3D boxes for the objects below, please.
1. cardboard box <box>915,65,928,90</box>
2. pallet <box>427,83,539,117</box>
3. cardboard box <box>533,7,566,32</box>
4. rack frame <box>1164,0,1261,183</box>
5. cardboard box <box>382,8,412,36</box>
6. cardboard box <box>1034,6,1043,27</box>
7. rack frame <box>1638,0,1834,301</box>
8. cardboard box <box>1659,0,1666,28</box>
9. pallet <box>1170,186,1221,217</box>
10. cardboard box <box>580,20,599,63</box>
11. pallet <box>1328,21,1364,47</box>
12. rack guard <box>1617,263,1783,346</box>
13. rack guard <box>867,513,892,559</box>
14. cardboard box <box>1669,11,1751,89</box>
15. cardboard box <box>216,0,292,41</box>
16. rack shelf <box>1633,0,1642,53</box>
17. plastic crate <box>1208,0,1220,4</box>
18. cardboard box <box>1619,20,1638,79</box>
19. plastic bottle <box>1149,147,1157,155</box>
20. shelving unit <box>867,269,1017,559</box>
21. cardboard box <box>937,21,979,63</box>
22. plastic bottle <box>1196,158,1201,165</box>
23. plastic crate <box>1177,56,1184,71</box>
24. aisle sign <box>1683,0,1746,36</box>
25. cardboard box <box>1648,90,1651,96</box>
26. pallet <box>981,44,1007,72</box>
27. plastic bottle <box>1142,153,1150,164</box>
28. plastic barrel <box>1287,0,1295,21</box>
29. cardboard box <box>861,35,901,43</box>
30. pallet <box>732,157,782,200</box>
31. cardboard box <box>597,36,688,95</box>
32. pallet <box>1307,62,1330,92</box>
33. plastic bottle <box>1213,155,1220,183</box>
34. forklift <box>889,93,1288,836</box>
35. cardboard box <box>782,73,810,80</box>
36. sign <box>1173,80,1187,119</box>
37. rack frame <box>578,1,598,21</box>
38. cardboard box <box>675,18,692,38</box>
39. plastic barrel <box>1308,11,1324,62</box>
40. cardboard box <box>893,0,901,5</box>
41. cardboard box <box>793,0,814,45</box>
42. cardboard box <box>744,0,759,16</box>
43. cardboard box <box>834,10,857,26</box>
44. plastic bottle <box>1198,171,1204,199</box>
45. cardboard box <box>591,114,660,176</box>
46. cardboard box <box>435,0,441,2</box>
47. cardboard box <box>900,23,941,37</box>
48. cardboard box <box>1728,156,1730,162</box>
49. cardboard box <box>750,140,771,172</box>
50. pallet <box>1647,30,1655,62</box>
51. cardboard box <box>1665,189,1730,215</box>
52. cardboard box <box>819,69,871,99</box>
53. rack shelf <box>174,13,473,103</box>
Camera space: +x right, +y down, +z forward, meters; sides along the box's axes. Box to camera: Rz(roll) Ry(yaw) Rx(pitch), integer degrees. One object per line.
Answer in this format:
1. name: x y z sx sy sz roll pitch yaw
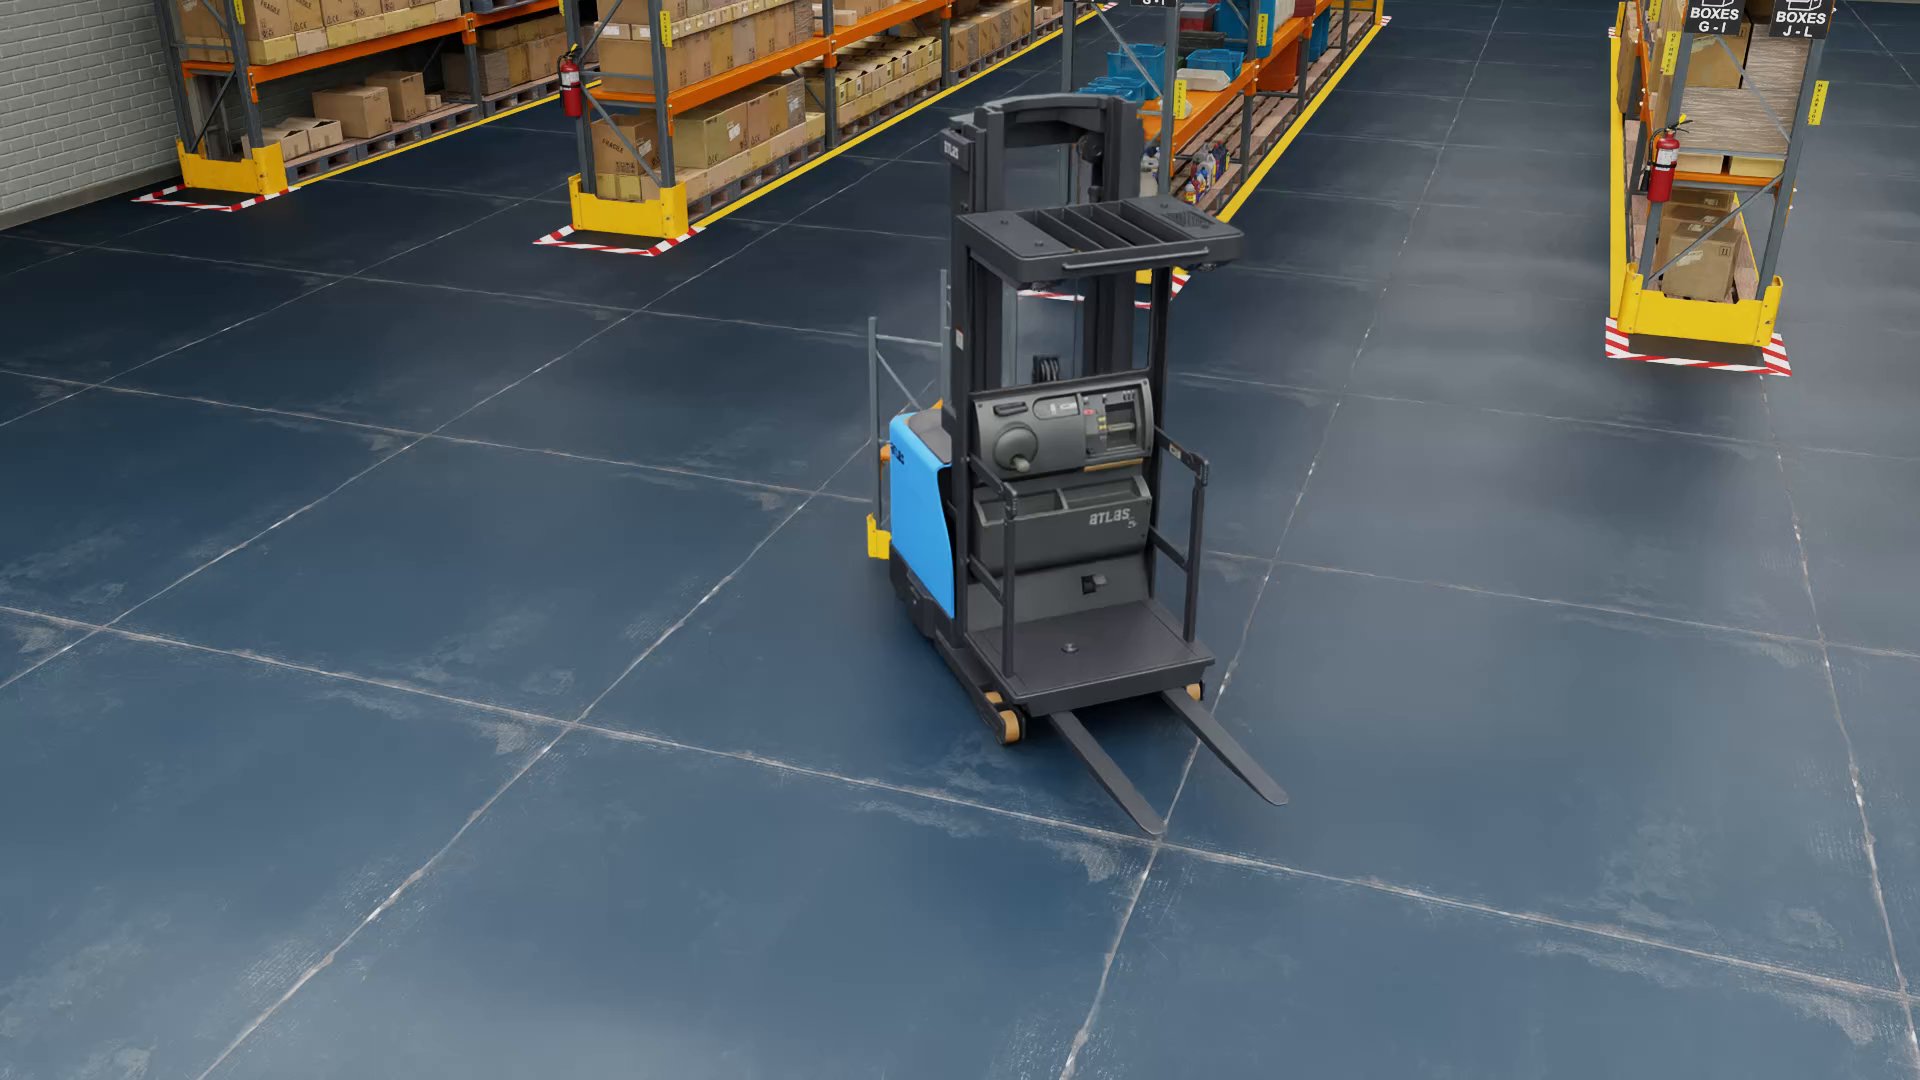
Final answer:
1. cardboard box: -0.744 -6.250 22.389 0.500 0.250 0.500 8 27 17
2. pallet: -6.377 -5.900 22.194 1.003 0.211 1.213 9 27 17
3. cardboard box: -5.743 -7.361 23.514 0.500 0.250 0.500 9 27 18
4. rack frame: 2.708 -5.398 17.958 1.000 3.000 0.127 9 27 17
5. cardboard box: -6.833 -6.126 19.609 0.500 0.250 0.500 9 27 17
6. cardboard box: 1.044 -8.535 27.016 0.500 0.311 0.500 9 27 17
7. rack frame: 6.047 -3.036 13.079 1.000 3.000 0.127 9 27 17
8. cardboard box: 6.989 -5.161 15.864 0.500 0.500 0.500 9 27 17
9. pallet: 2.040 -3.370 16.969 1.003 0.211 1.213 9 27 17
10. cardboard box: -5.494 -7.248 24.142 0.700 0.500 0.500 9 27 18
11. pallet: 5.982 -8.242 27.030 1.003 0.211 1.213 9 27 17
12. rack guard: 6.072 -1.943 13.688 1.175 0.500 0.348 9 27 17
13. rack guard: -0.275 0.014 9.933 0.587 0.250 0.087 10 28 21
14. cardboard box: 5.997 -3.927 13.315 0.500 0.500 0.500 9 27 17
15. cardboard box: -7.524 -5.623 17.710 0.500 0.500 0.500 9 27 18
16. rack shelf: 9.375 -6.822 21.723 1.077 0.370 4.000 9 27 17
17. plastic crate: 3.212 -6.451 20.059 0.402 0.464 0.583 9 27 17
18. cardboard box: 9.262 -6.202 21.574 1.225 0.875 0.875 9 27 18
19. plastic bottle: 2.048 -4.133 17.878 0.144 0.351 0.185 10 27 19
20. shelving unit: -0.081 -0.748 10.074 0.587 1.500 1.083 10 28 21
21. cardboard box: -0.041 -7.197 24.035 0.500 0.500 0.500 8 27 16
22. plastic bottle: 2.488 -3.860 17.393 0.061 0.283 0.133 9 27 17
23. plastic crate: 1.990 -4.786 16.936 0.450 0.188 0.662 9 27 17
24. aisle sign: 5.744 -4.224 12.550 0.394 0.787 0.004 9 27 17
25. cardboard box: 6.928 -4.422 16.228 0.380 0.149 0.250 9 27 17
26. pallet: 0.061 -7.308 25.101 1.003 0.211 1.213 9 27 17
27. plastic bottle: 1.971 -3.953 17.599 0.097 0.271 0.097 0 26 0
28. plastic barrel: 3.898 -6.639 20.391 0.421 0.512 0.421 0 26 0
29. cardboard box: -1.082 -6.793 22.868 0.500 0.311 0.500 10 27 19
30. pallet: -2.671 -4.039 18.351 1.003 0.211 1.213 9 27 17
31. cardboard box: -3.126 -4.709 16.420 0.700 0.500 0.500 9 27 17
32. pallet: 4.669 -6.617 23.674 1.003 0.211 1.213 9 27 17
33. plastic bottle: 2.686 -3.916 17.507 0.061 0.283 0.133 11 28 21
34. forklift: 0.596 -0.522 7.965 1.130 2.935 3.031 -10 27 -19
35. cardboard box: -2.098 -5.530 20.259 0.500 0.311 0.500 9 27 17
36. sign: 1.894 -3.798 14.334 0.100 0.325 0.005 9 27 17
37. rack frame: -5.304 -8.479 24.320 1.000 3.000 0.127 9 27 17
38. cardboard box: -2.874 -5.050 16.380 0.380 0.149 0.250 8 27 16
39. plastic barrel: 4.937 -7.418 24.056 0.600 0.901 0.708 9 27 17
40. cardboard box: -1.002 -7.117 21.795 0.380 0.149 0.250 11 28 21
41. cardboard box: -2.104 -5.980 19.044 0.700 0.500 0.500 8 27 16
42. cardboard box: -2.360 -5.681 17.683 0.380 0.149 0.250 10 27 19
43. cardboard box: -1.475 -6.340 20.190 0.380 0.149 0.250 9 27 17
44. plastic bottle: 2.421 -3.607 16.883 0.097 0.271 0.097 0 26 0
45. cardboard box: -3.396 -4.027 16.938 0.500 0.500 0.500 9 27 17
46. cardboard box: -6.501 -6.875 20.296 0.500 0.500 0.500 9 27 17
47. cardboard box: -0.541 -7.253 24.152 0.500 0.500 0.500 10 28 19
48. cardboard box: 6.468 -3.106 13.511 0.380 0.149 0.250 9 27 17
49. cardboard box: -2.404 -4.230 18.218 0.500 0.250 0.500 9 27 17
50. pallet: 8.089 -5.418 18.219 1.003 0.211 1.213 9 27 17
51. cardboard box: 6.663 -2.860 15.101 0.500 0.500 0.500 11 28 22
52. cardboard box: -1.418 -5.661 20.529 0.500 0.311 0.500 8 27 17
53. rack shelf: -7.300 -5.689 19.384 1.077 0.370 4.000 9 27 17
